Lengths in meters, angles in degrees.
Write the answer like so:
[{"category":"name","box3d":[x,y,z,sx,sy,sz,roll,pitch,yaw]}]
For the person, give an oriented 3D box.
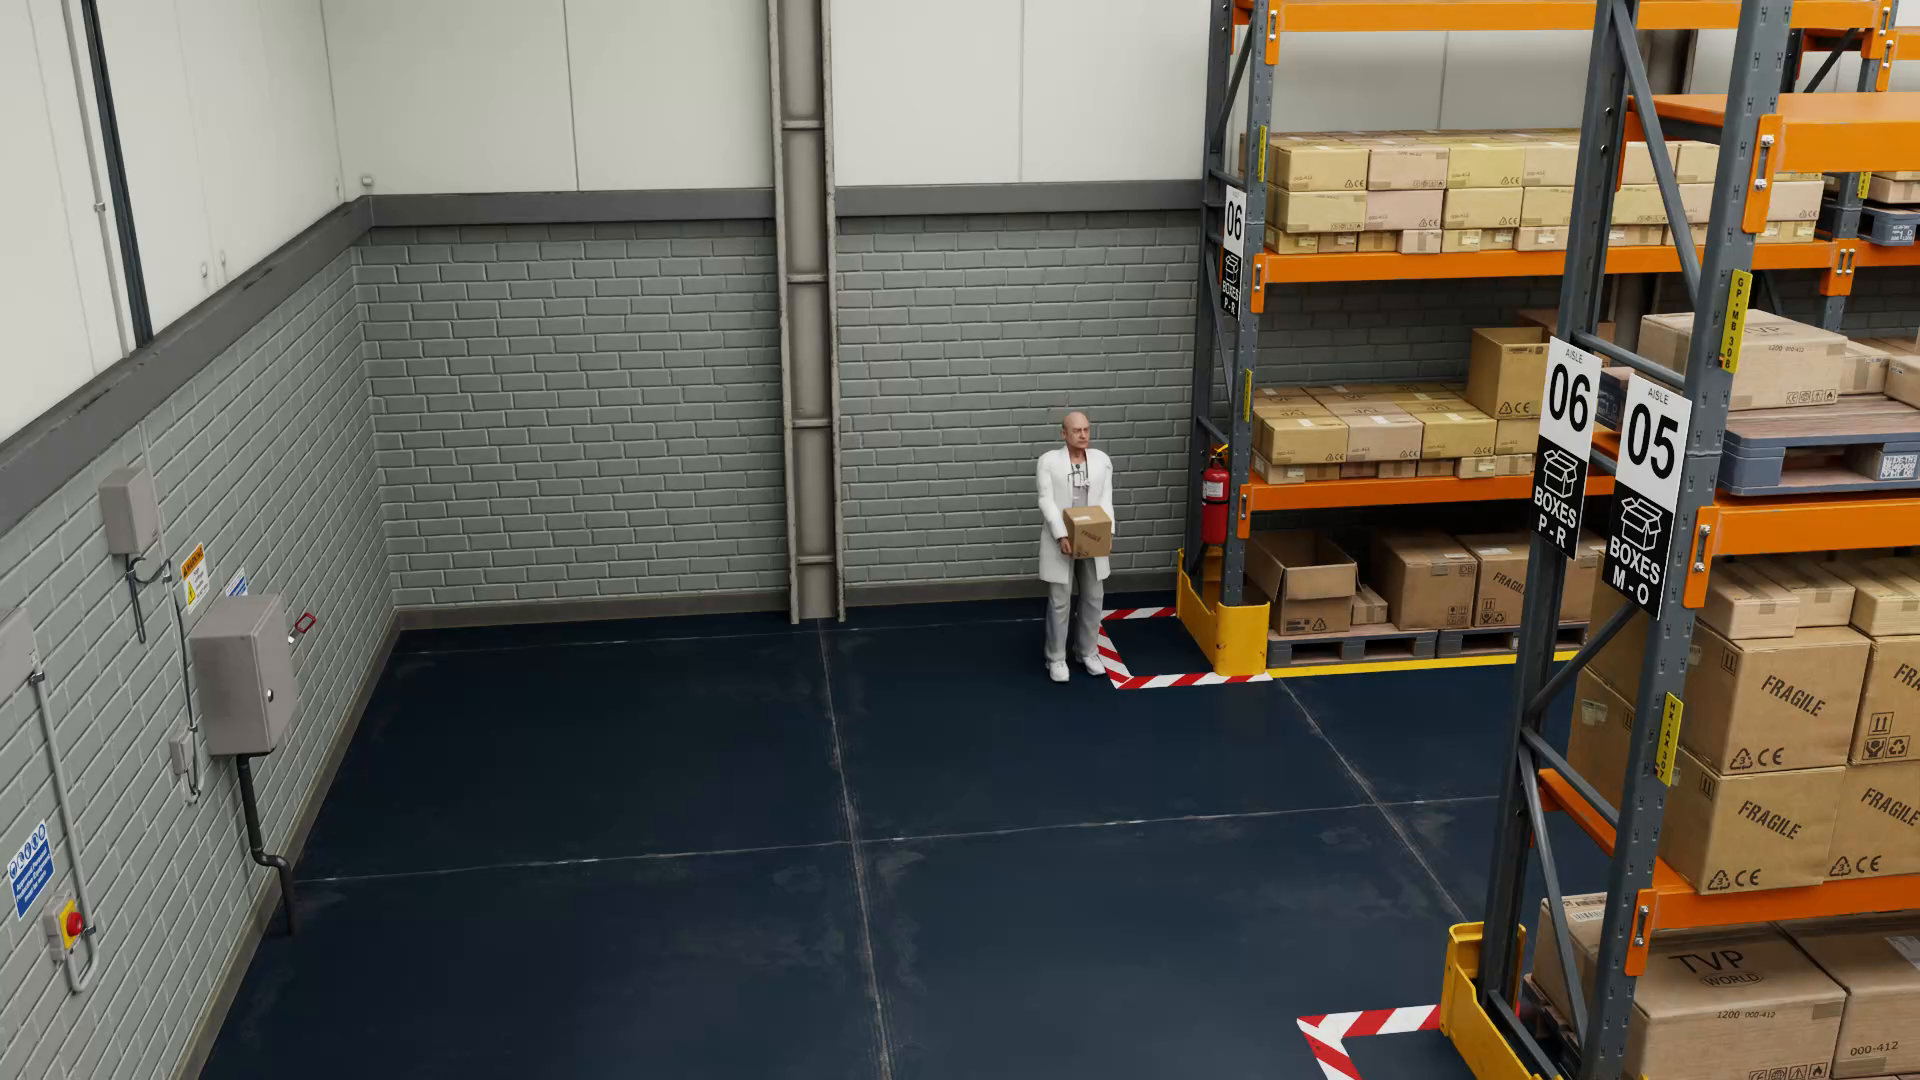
[{"category":"person","box3d":[0.781,0.061,10.932,0.527,1.769,0.554,-5,20,-13]}]
